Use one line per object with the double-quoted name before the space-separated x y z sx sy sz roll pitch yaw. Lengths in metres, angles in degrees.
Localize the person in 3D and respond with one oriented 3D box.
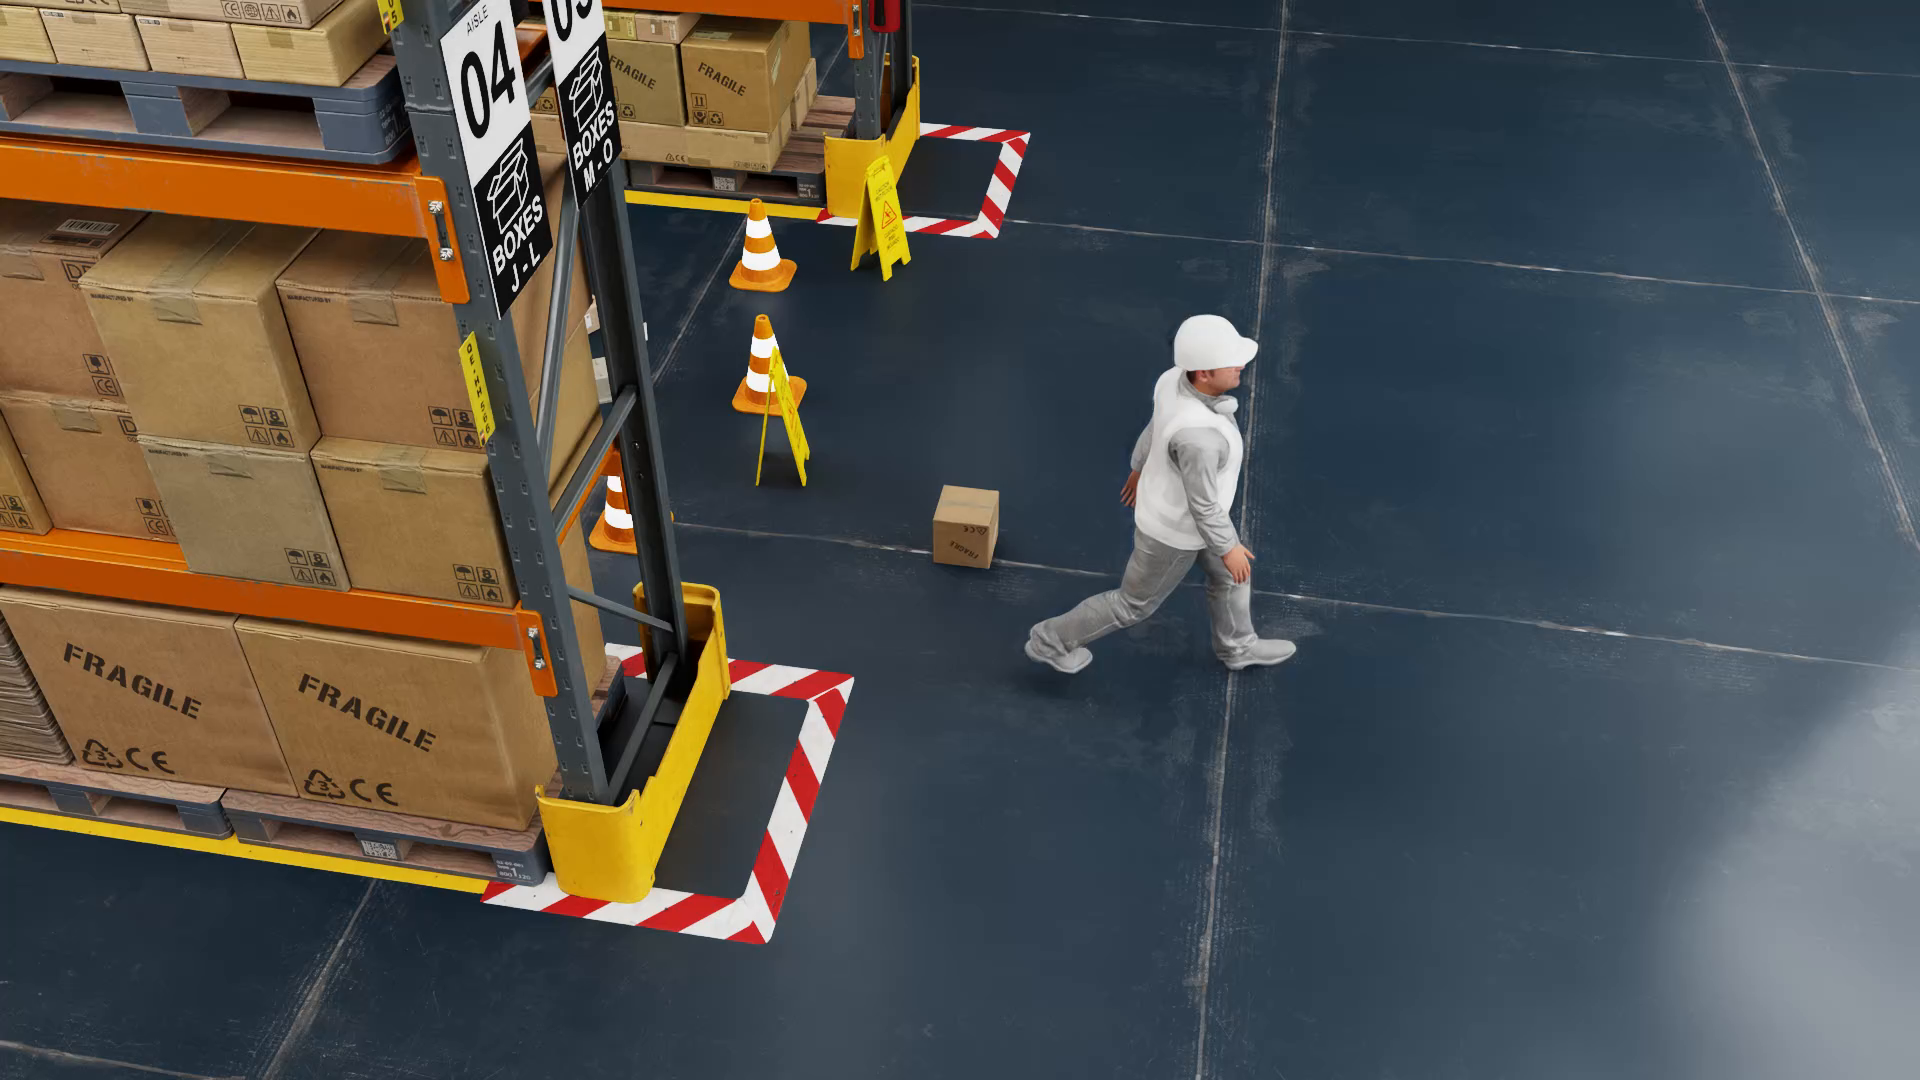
"person" 0.818 -0.108 6.290 1.099 1.717 0.571 5 41 6
